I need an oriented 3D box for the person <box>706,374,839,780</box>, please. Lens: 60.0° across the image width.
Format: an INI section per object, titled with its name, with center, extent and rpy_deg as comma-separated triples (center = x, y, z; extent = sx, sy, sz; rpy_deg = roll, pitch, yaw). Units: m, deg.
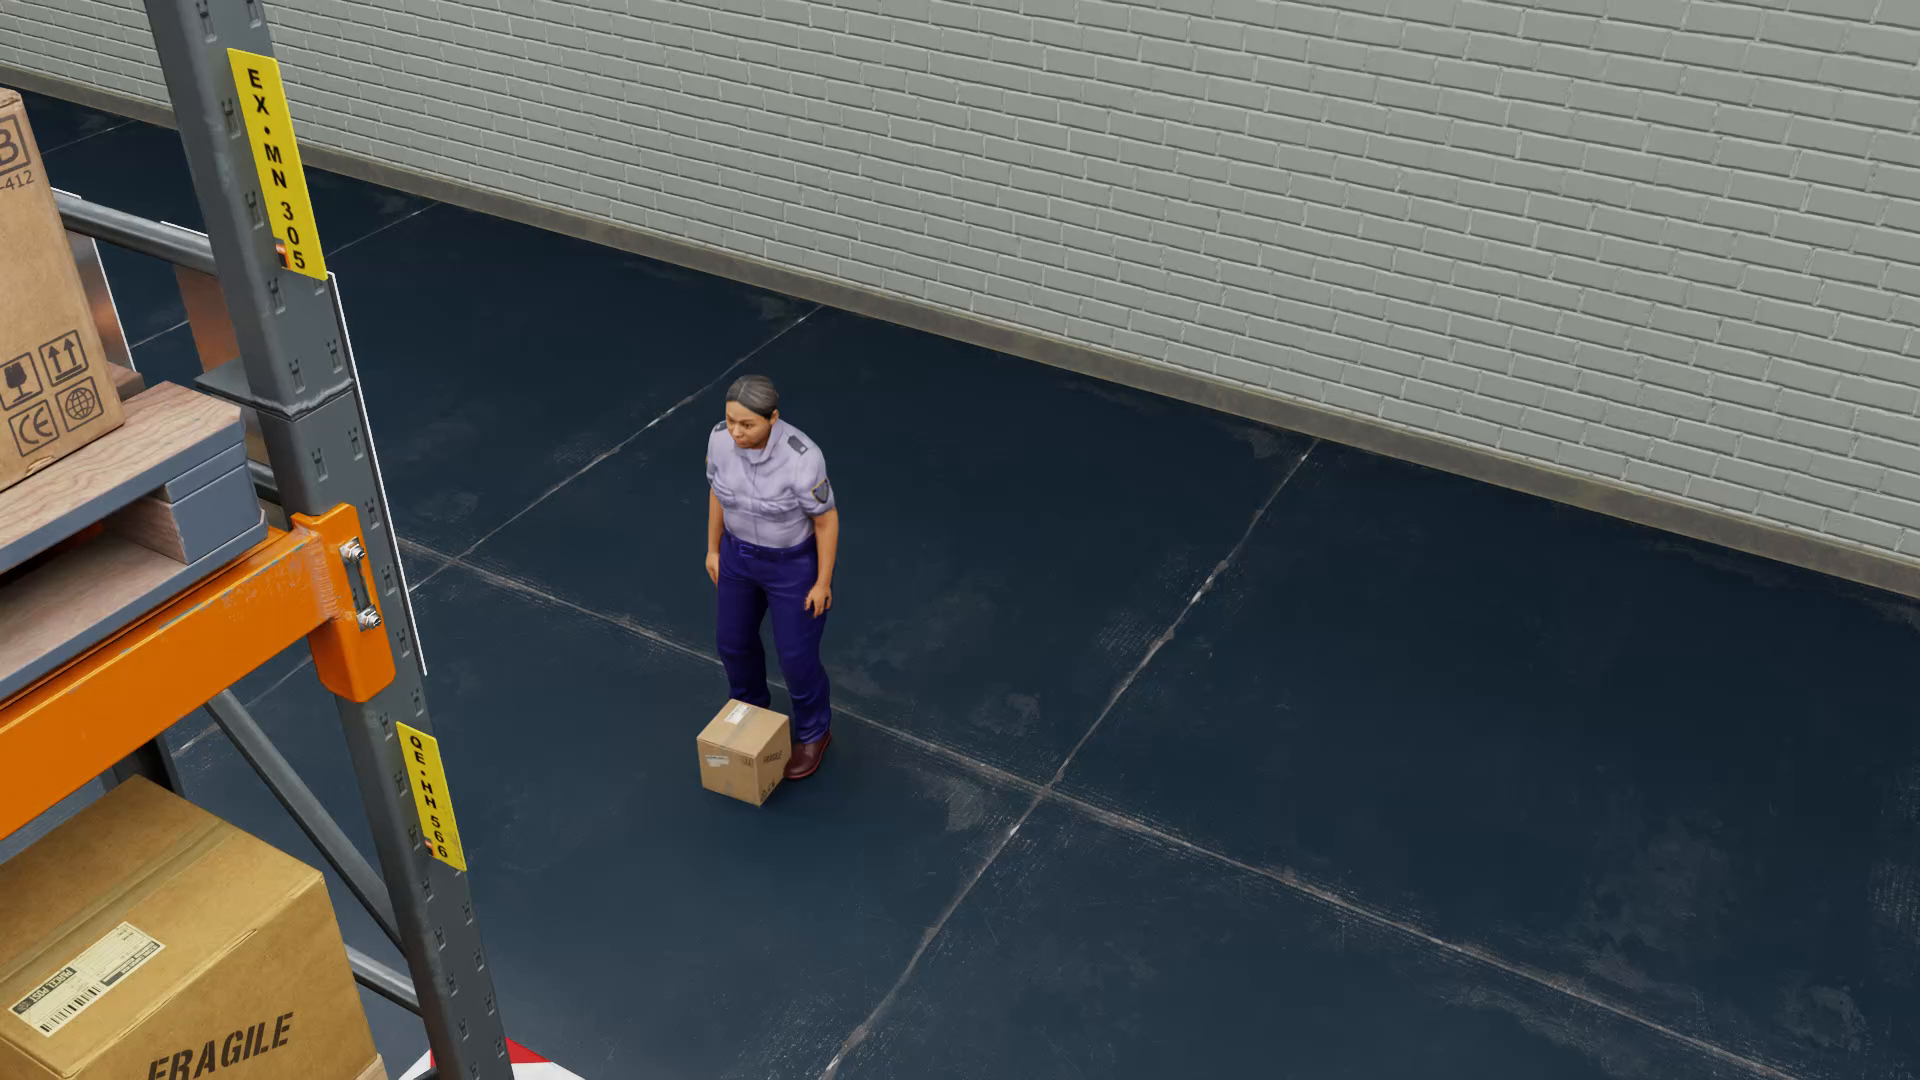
[person]
center = -0.691, 0.101, 6.003
extent = 0.546, 1.650, 0.372
rpy_deg = 16, 38, 22
